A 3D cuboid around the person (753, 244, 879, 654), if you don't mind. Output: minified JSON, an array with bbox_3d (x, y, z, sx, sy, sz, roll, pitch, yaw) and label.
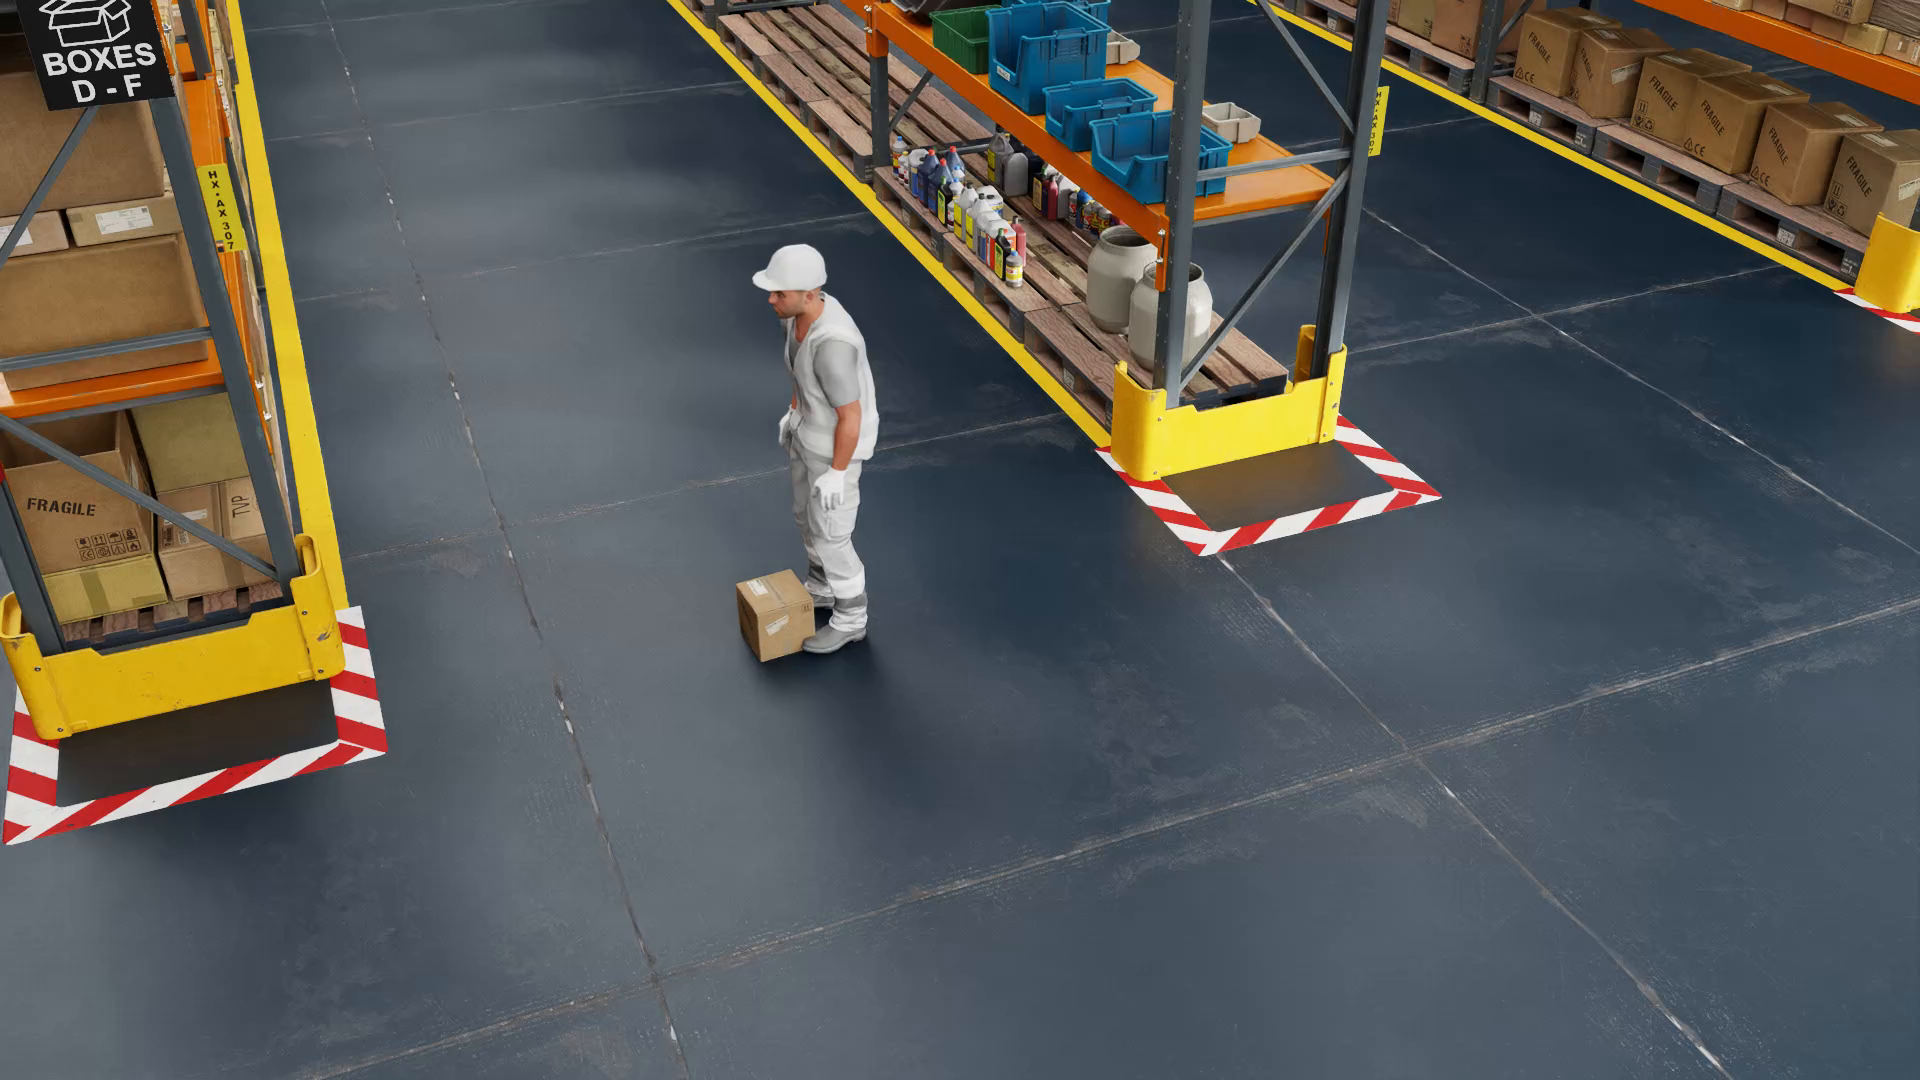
[{"bbox_3d":[-0.569,-0.371,6.692,0.448,1.780,0.609,-13,35,-19],"label":"person"}]
